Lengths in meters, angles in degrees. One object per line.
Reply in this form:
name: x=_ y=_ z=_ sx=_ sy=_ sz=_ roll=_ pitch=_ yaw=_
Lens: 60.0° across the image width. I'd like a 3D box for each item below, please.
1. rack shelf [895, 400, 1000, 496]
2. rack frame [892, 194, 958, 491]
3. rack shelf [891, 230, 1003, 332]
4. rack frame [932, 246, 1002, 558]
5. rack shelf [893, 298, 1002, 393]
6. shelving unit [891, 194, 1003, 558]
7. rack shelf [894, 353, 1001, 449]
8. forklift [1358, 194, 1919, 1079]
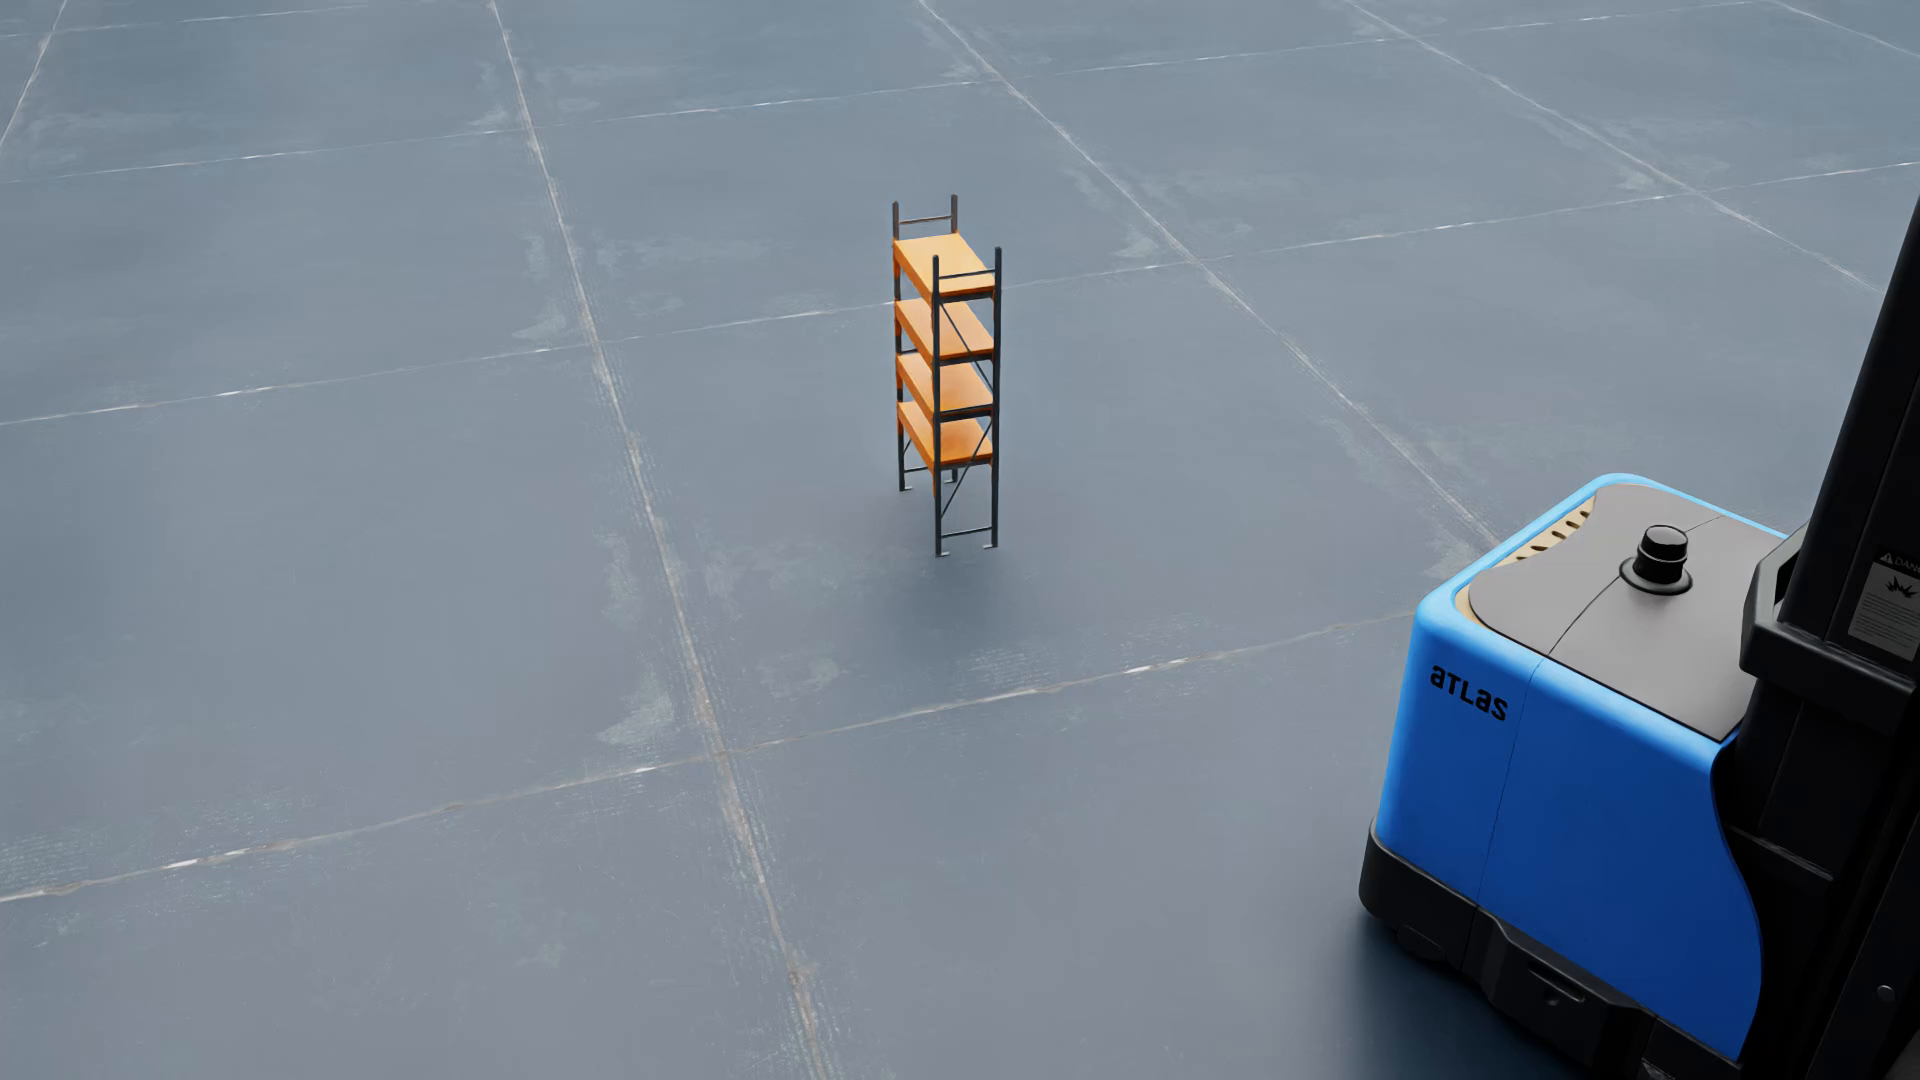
rack shelf: x=-0.050 y=-0.366 z=6.197 sx=0.258 sy=0.148 sz=0.480 roll=-10 pitch=35 yaw=-15
rack frame: x=-0.125 y=-0.716 z=6.245 sx=0.240 sy=1.200 sz=0.015 roll=-10 pitch=35 yaw=-15
rack shelf: x=-0.050 y=-0.915 z=5.834 sx=0.258 sy=0.148 sz=0.480 roll=-10 pitch=35 yaw=-15
rack frame: x=0.024 y=-0.459 z=5.857 sx=0.240 sy=1.200 sz=0.015 roll=-10 pitch=35 yaw=-15
rack shelf: x=-0.050 y=-0.718 z=5.965 sx=0.258 sy=0.148 sz=0.480 roll=-10 pitch=35 yaw=-15
shelving unit: x=-0.050 y=-0.587 z=6.051 sx=0.258 sy=1.200 sz=0.503 roll=-10 pitch=35 yaw=-15
rack shelf: x=-0.050 y=-0.531 z=6.088 sx=0.258 sy=0.148 sz=0.480 roll=-10 pitch=35 yaw=-15
forklift: x=2.482 y=0.238 z=3.231 sx=1.130 sy=2.935 sz=3.031 roll=-27 pitch=42 yaw=-35
